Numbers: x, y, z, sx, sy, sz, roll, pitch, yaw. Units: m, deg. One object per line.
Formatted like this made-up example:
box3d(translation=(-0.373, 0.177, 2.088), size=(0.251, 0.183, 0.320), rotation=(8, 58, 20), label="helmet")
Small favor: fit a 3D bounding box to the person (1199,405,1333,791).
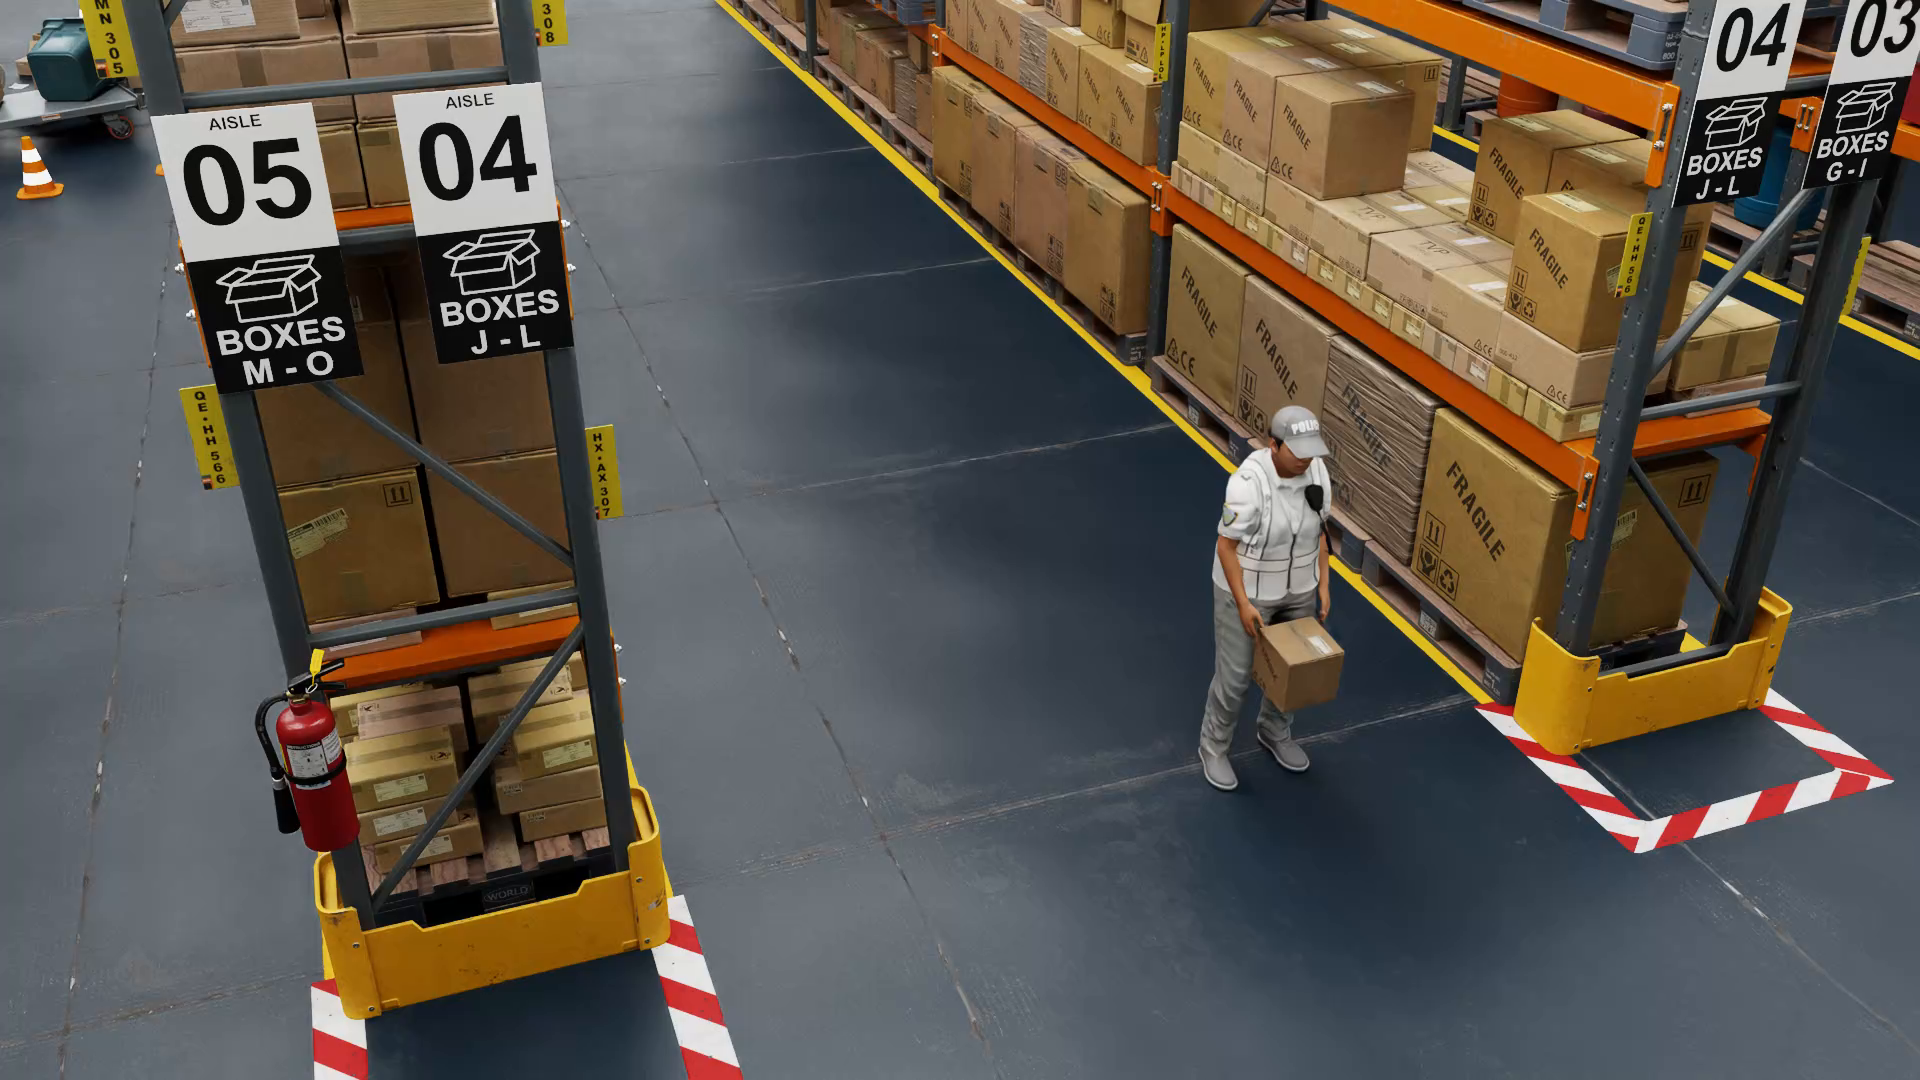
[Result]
box3d(translation=(1.251, 0.209, 6.755), size=(0.519, 1.671, 0.424), rotation=(-11, 32, -19), label="person")
